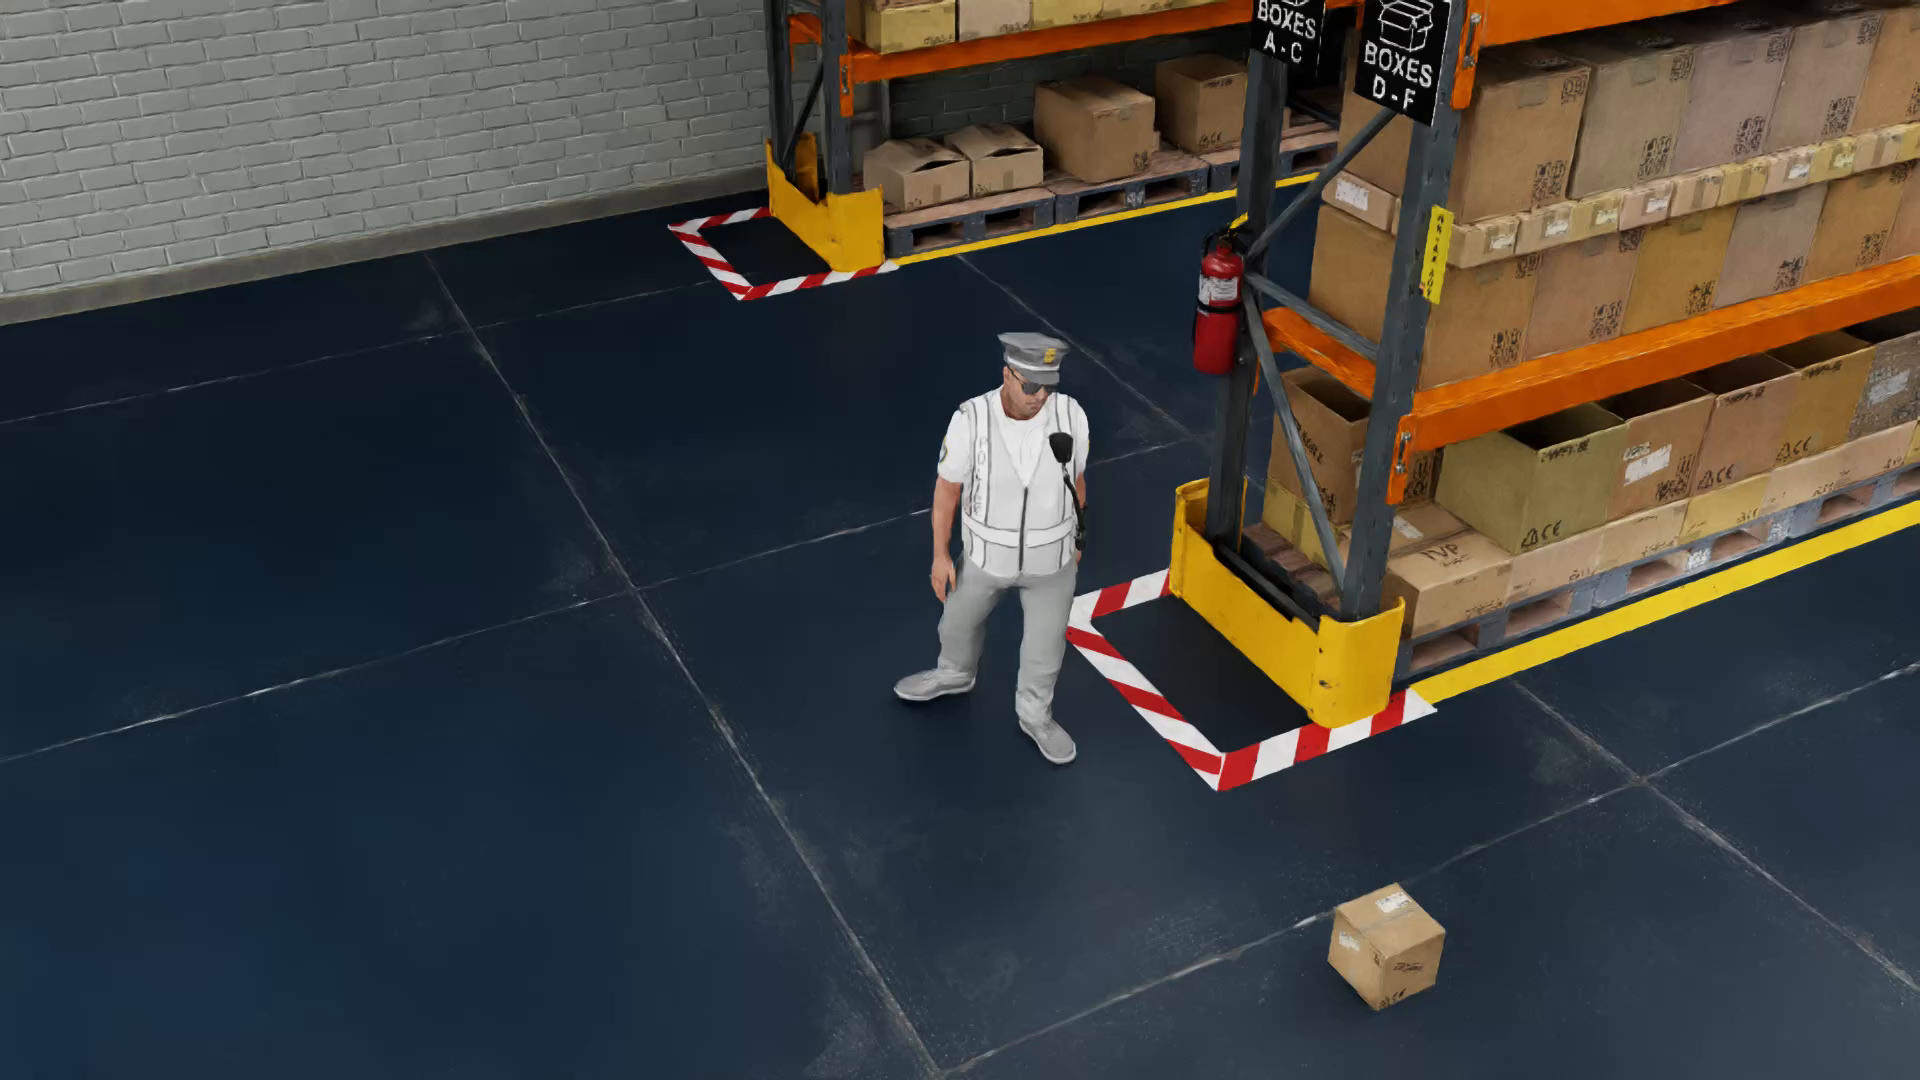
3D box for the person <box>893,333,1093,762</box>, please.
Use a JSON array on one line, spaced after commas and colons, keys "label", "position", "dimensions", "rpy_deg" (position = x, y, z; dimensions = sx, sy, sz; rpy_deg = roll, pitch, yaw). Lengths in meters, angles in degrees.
[{"label": "person", "position": [0.103, 0.014, 6.113], "dimensions": [0.738, 1.744, 0.532], "rpy_deg": [-1, 33, -1]}]
